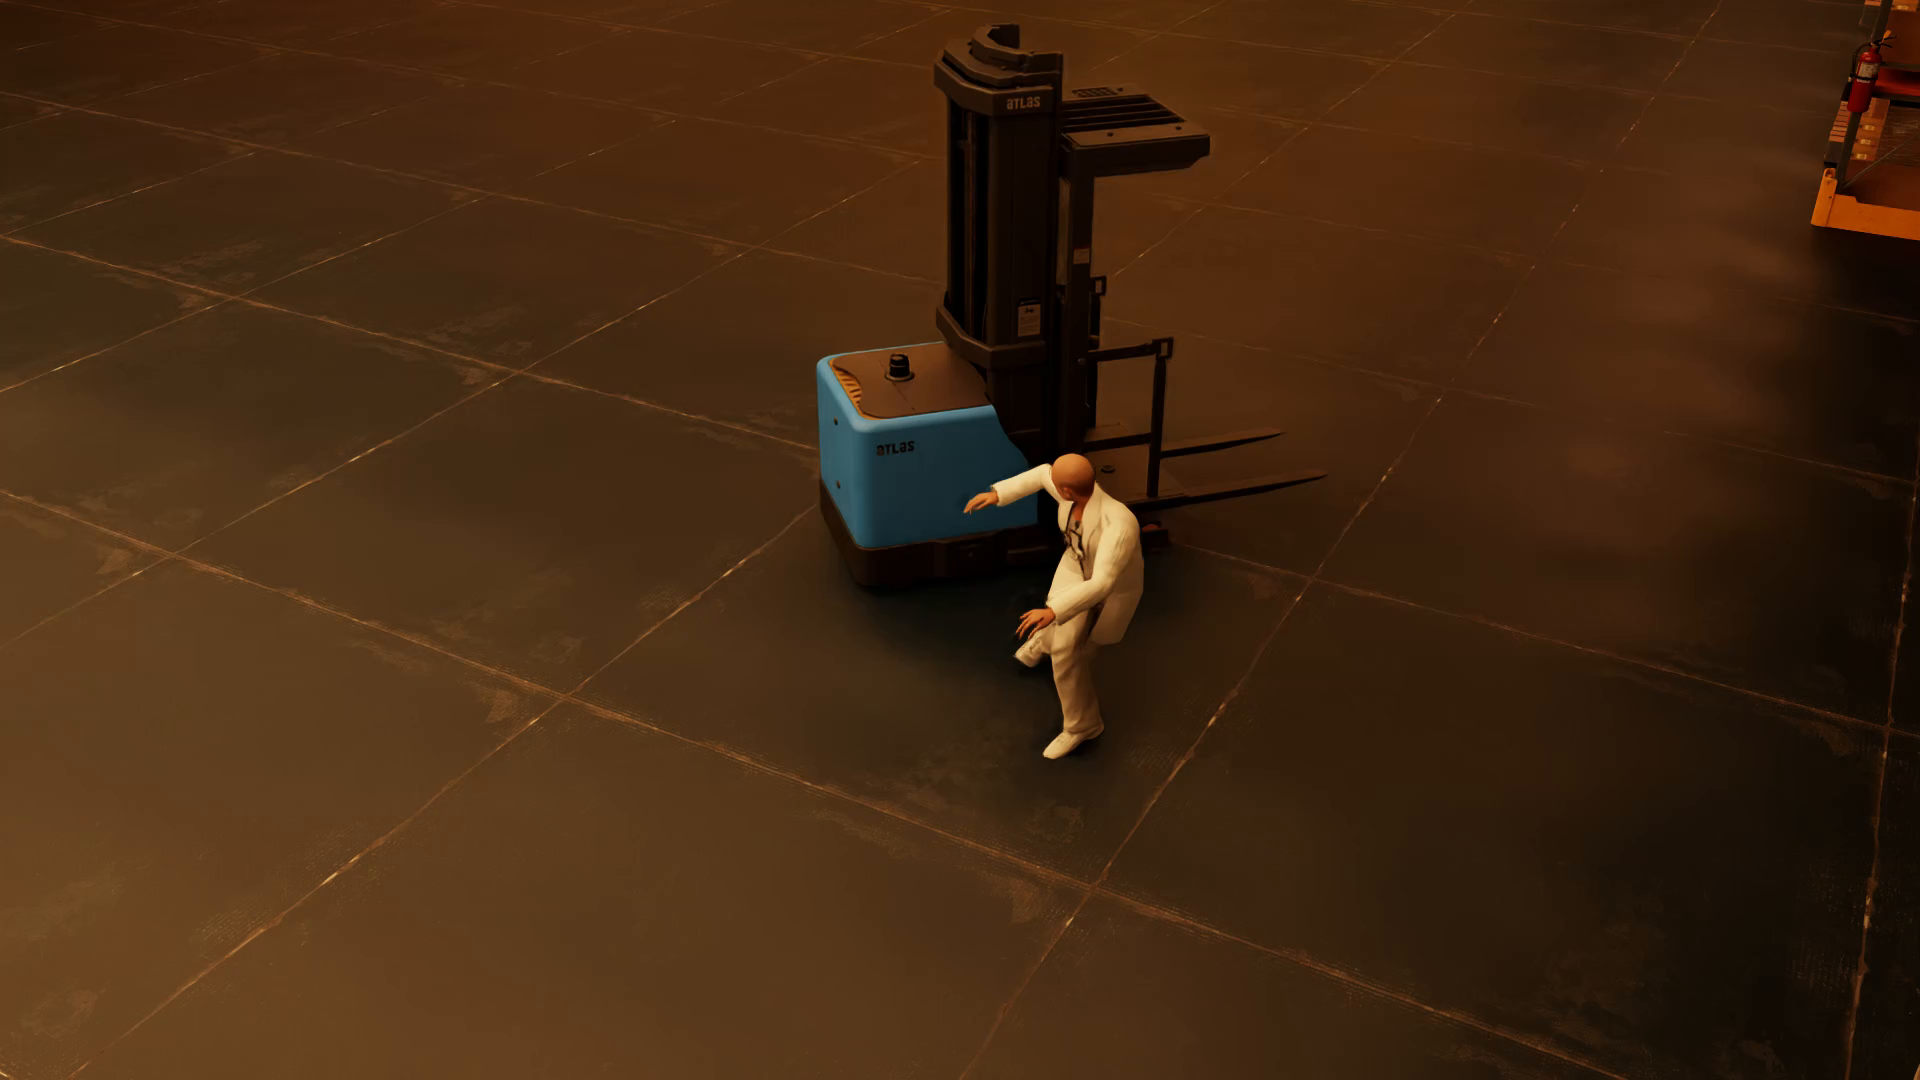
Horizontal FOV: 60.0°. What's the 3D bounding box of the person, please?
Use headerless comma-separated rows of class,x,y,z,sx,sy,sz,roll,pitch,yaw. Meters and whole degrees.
person,0.412,0.258,8.071,0.952,1.568,1.203,15,33,24

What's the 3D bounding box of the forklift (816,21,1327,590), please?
forklift,0.722,-1.409,9.512,3.031,2.935,1.130,-9,31,-15
